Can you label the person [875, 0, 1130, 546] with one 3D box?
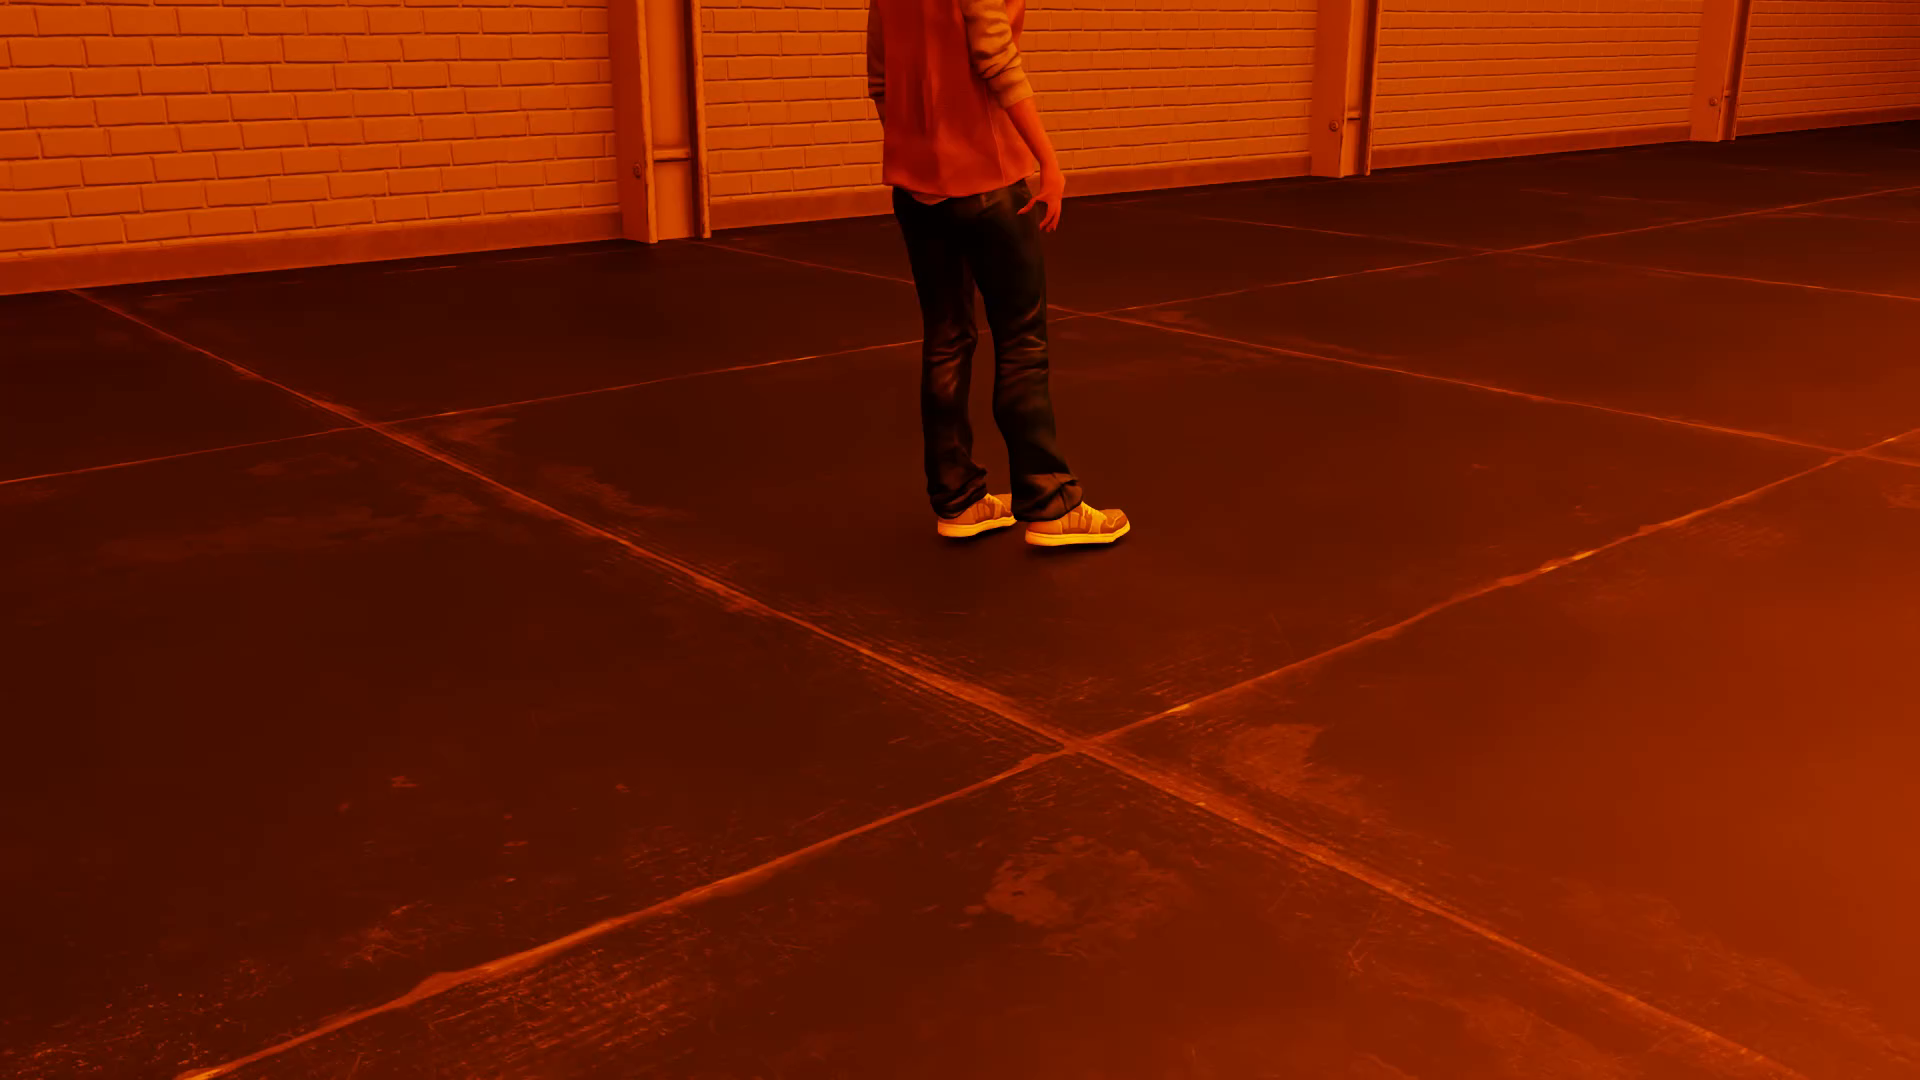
[{"bbox_3d":[0.068,-0.779,3.640,0.476,1.597,0.512,-14,22,-38],"label":"person"}]
